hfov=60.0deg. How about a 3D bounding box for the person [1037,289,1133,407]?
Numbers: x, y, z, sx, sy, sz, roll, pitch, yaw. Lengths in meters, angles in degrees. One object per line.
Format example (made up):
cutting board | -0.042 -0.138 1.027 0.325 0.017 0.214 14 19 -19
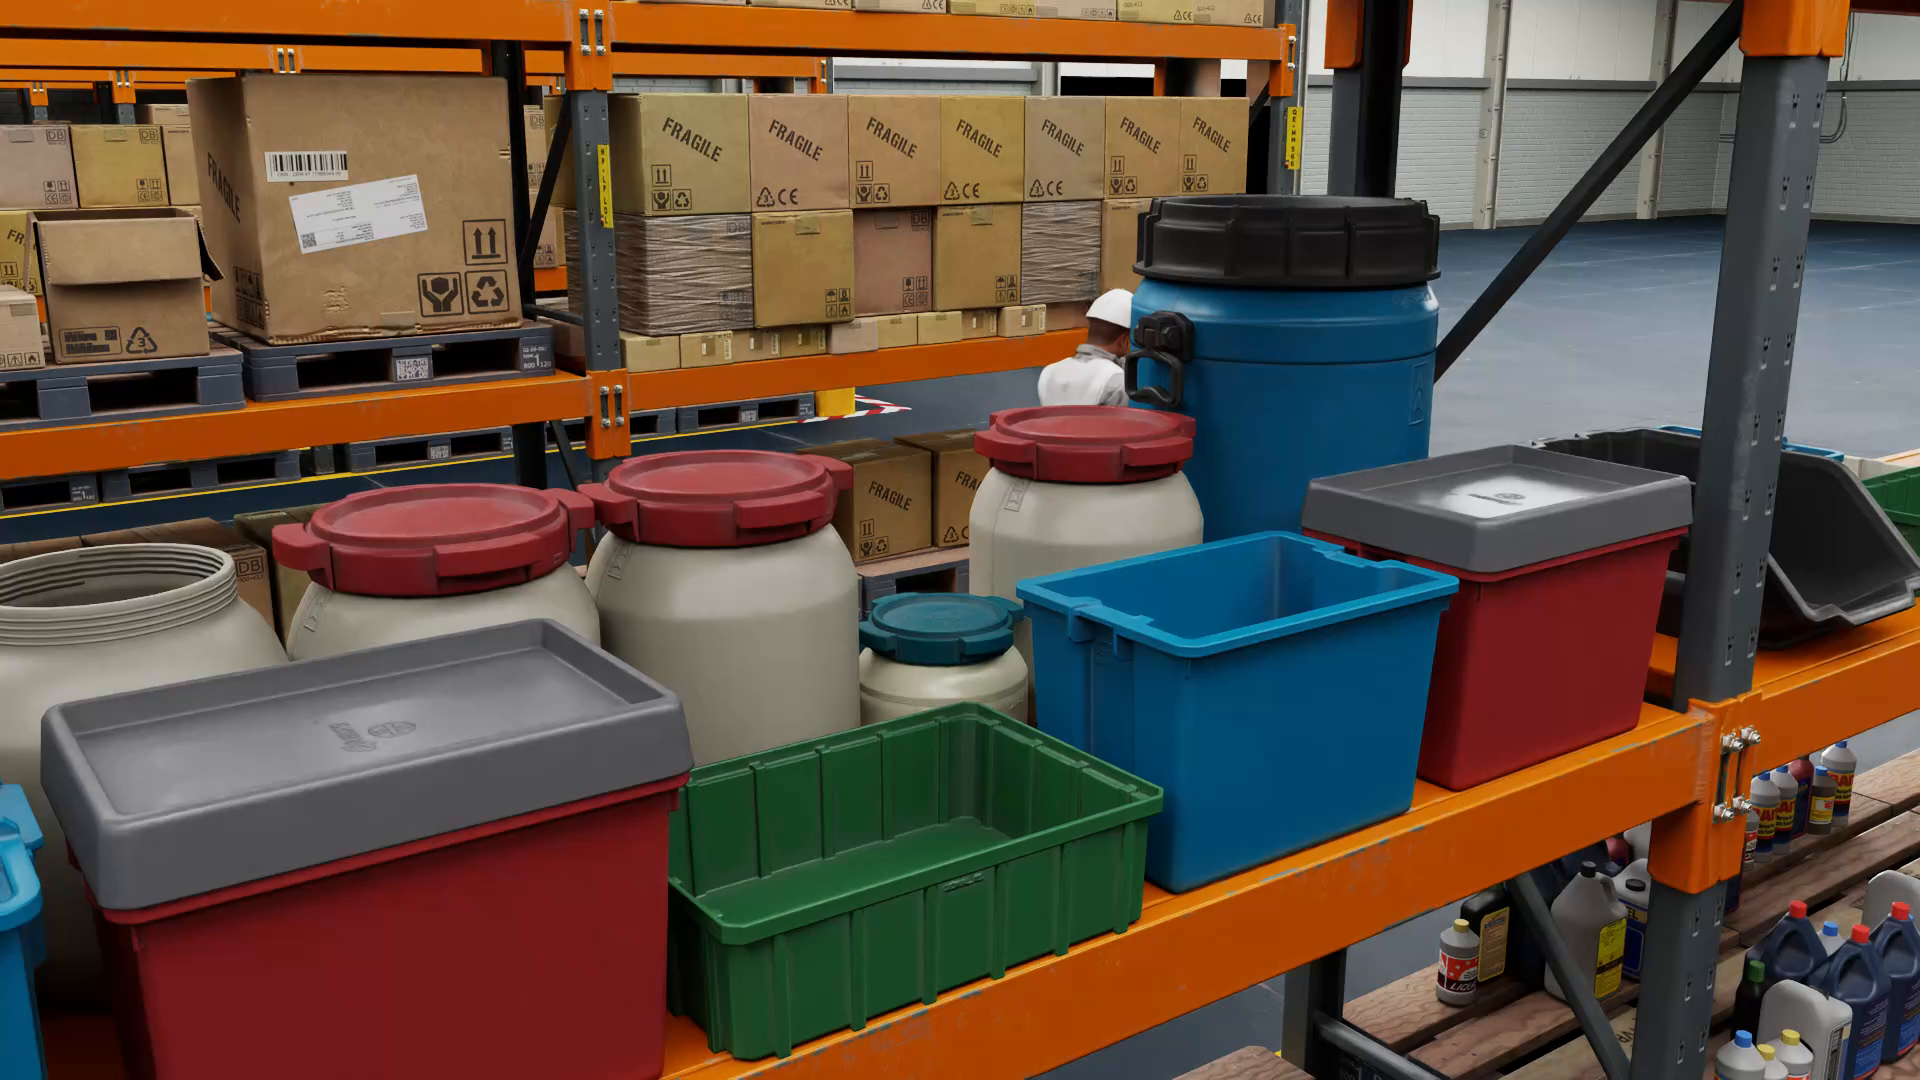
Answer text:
person | 0.526 -0.097 6.442 0.457 1.729 0.556 -10 17 -33
